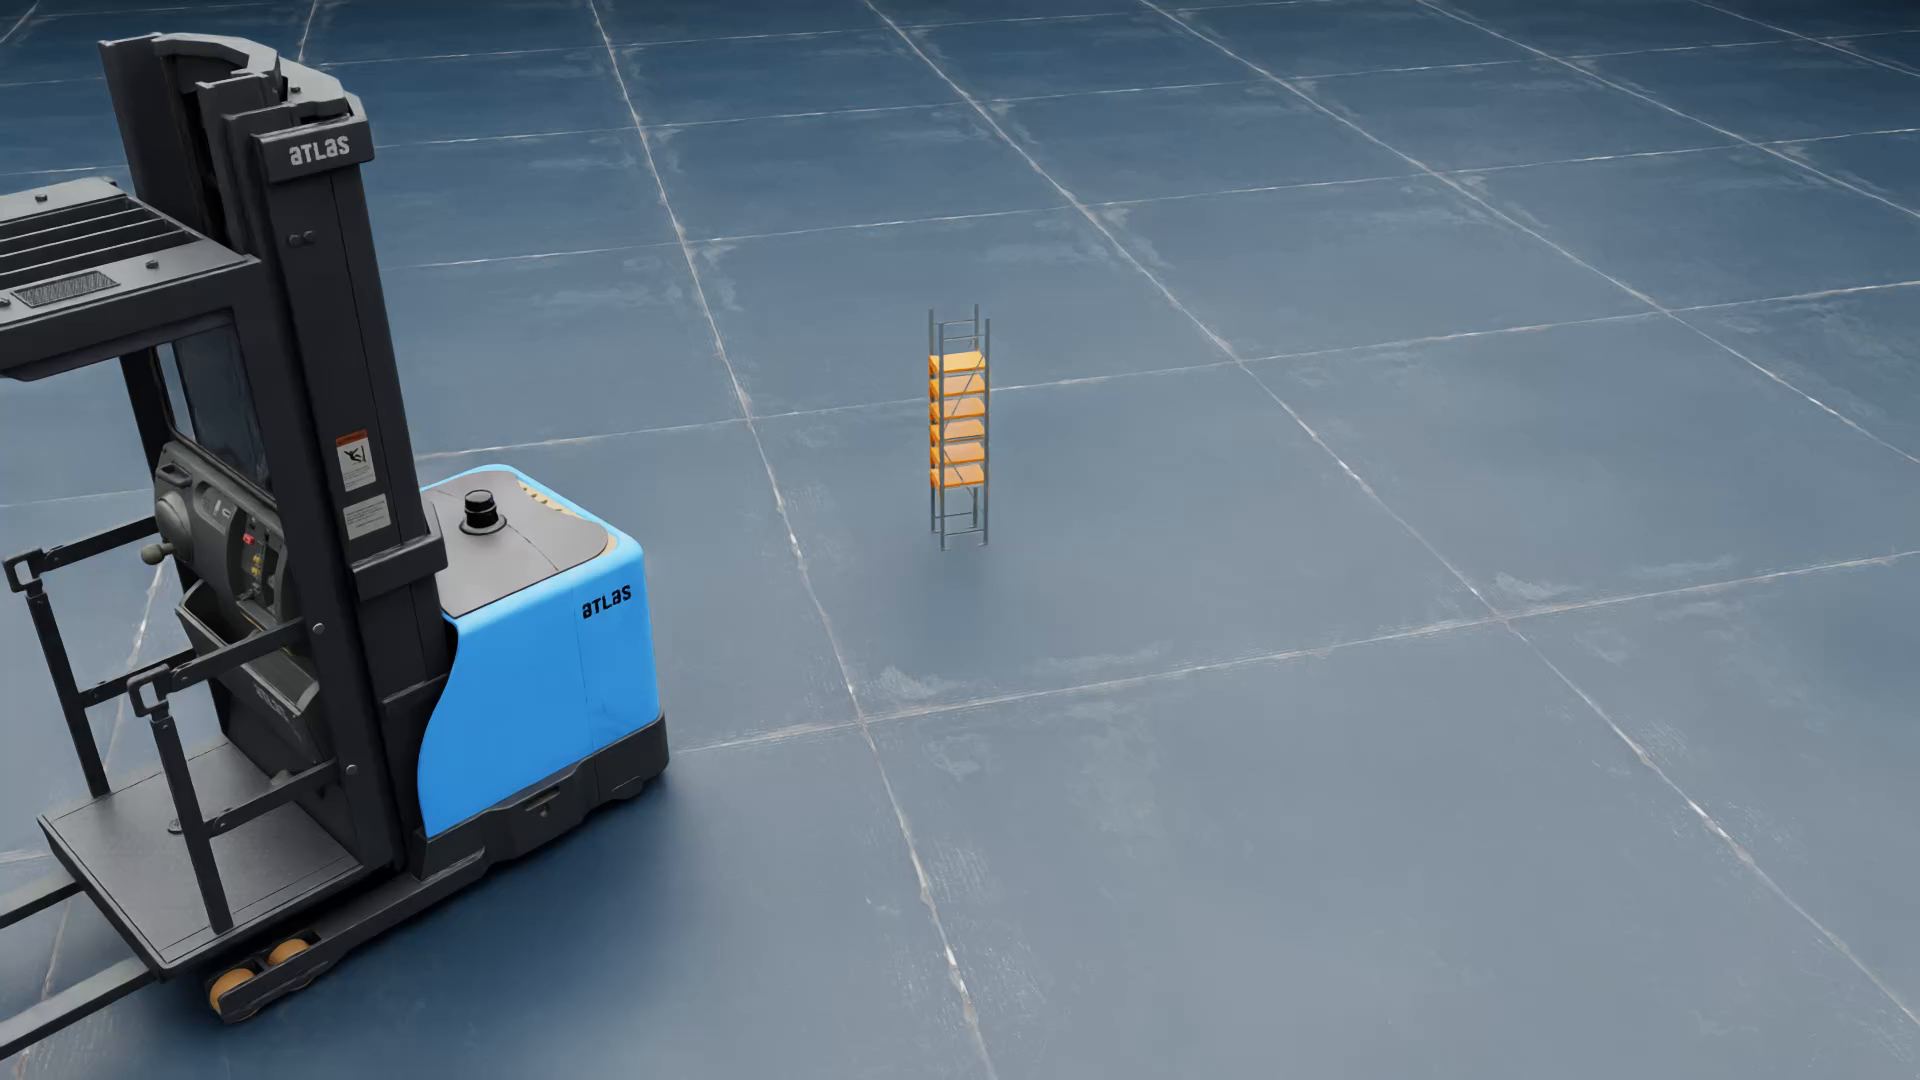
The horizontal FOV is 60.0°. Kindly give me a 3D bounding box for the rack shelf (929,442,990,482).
[{"bbox_3d":[-0.004,-0.384,8.044,0.258,0.103,0.180,-8,31,-13],"label":"rack shelf"}]

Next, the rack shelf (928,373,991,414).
[{"bbox_3d":[-0.004,-0.696,7.864,0.258,0.103,0.180,-8,31,-13],"label":"rack shelf"}]

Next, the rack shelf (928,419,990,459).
[{"bbox_3d":[-0.004,-0.488,7.984,0.258,0.103,0.180,-8,31,-13],"label":"rack shelf"}]

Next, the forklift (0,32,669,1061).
[{"bbox_3d":[-2.544,0.029,5.274,1.130,2.935,3.031,26,39,37],"label":"forklift"}]

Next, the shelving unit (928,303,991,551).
[{"bbox_3d":[-0.004,-0.526,7.962,0.258,1.200,0.189,-8,31,-13],"label":"shelving unit"}]

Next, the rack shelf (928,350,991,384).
[{"bbox_3d":[-0.004,-0.799,7.803,0.258,0.103,0.180,-8,31,-13],"label":"rack shelf"}]

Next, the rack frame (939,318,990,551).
[{"bbox_3d":[0.020,-0.482,7.885,0.240,1.200,0.006,-8,31,-13],"label":"rack frame"}]

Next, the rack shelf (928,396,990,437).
[{"bbox_3d":[-0.004,-0.592,7.924,0.258,0.103,0.180,-8,31,-13],"label":"rack shelf"}]

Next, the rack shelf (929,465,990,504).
[{"bbox_3d":[-0.004,-0.280,8.104,0.258,0.103,0.180,-8,31,-13],"label":"rack shelf"}]

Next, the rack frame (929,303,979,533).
[{"bbox_3d":[-0.028,-0.570,8.038,0.240,1.200,0.006,-8,31,-13],"label":"rack frame"}]
